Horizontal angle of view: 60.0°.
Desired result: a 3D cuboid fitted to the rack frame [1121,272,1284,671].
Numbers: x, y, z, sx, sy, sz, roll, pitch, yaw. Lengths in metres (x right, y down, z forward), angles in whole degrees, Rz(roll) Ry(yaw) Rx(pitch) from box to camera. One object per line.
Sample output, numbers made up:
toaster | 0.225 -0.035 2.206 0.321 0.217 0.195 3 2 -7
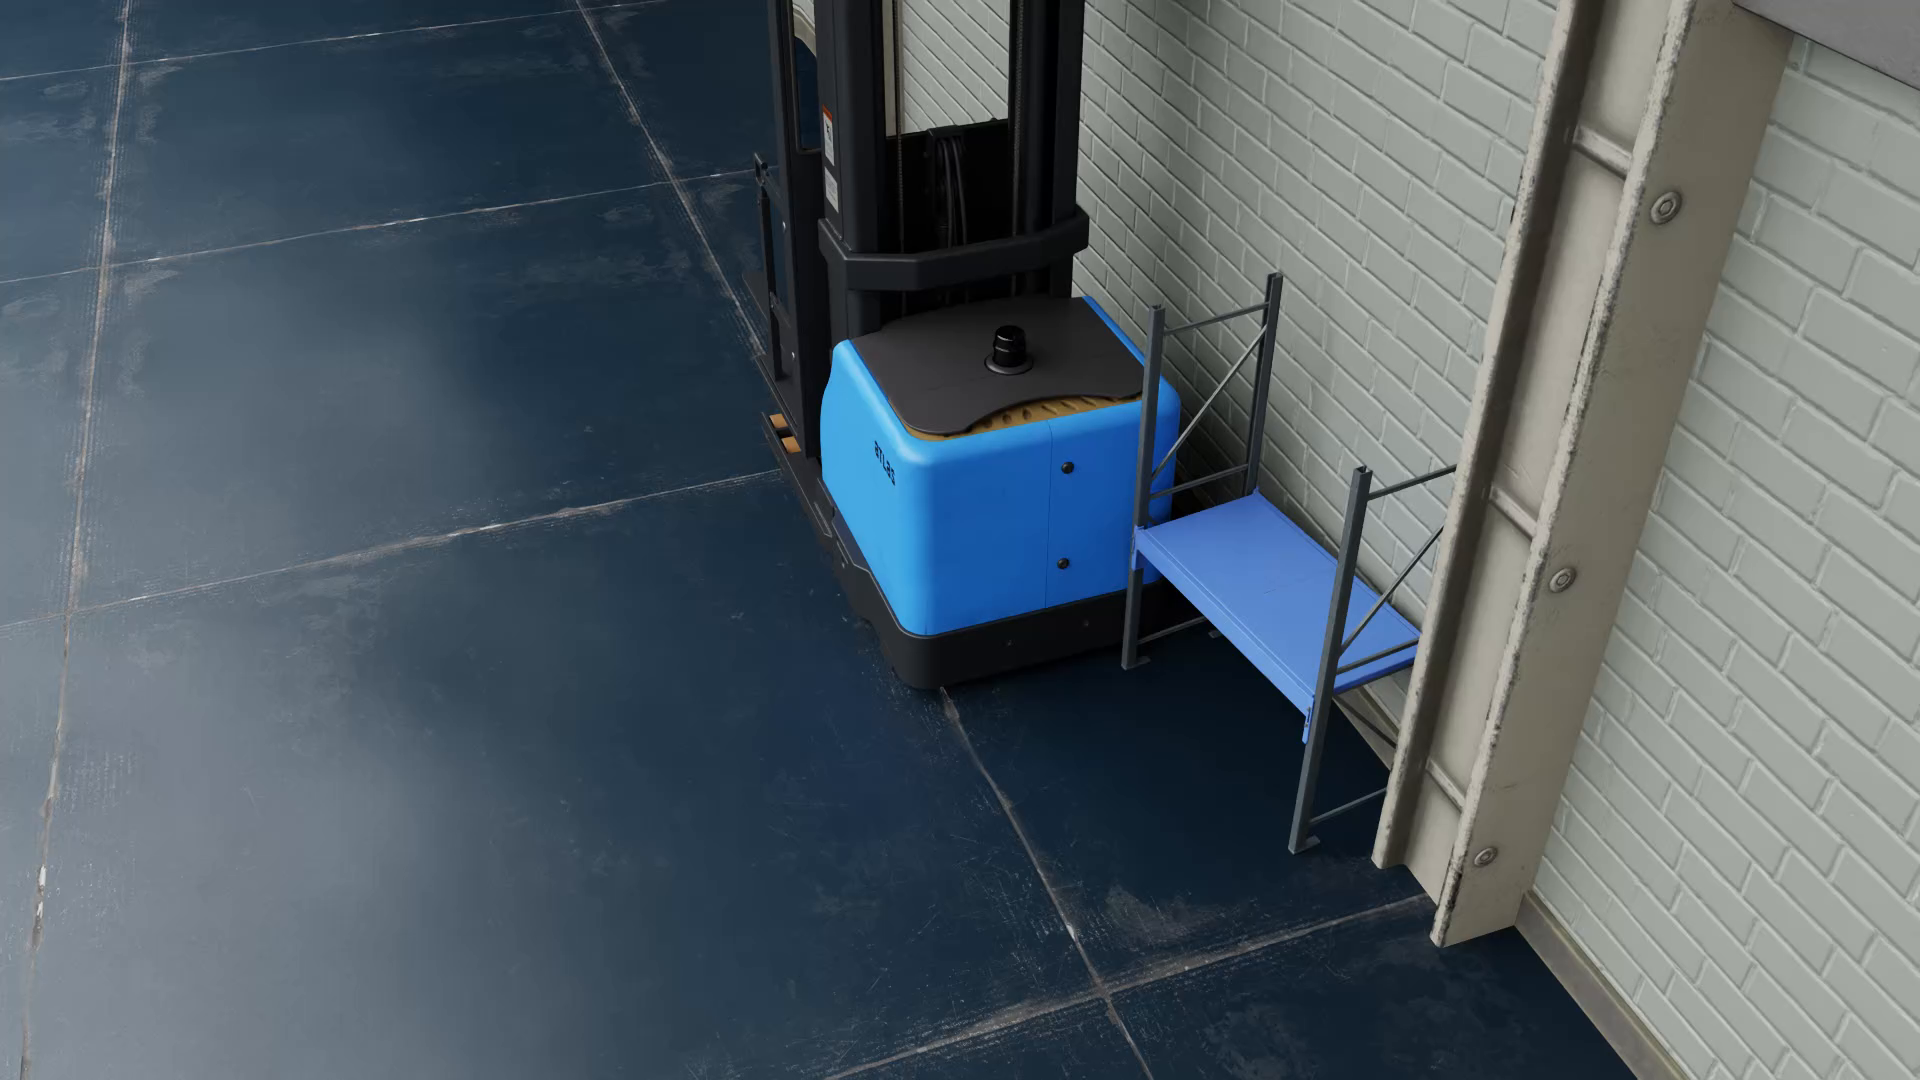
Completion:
rack frame | 0.823 -0.197 5.765 0.500 1.500 0.032 -18 40 -22

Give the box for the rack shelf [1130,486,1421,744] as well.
rack shelf | 1.059 0.218 5.514 0.538 0.185 1.000 -18 40 -22

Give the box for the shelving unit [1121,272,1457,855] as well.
shelving unit | 1.059 0.074 5.405 0.538 1.500 1.048 -18 40 -22

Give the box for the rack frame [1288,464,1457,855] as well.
rack frame | 1.296 0.345 5.046 0.500 1.500 0.032 -18 40 -22

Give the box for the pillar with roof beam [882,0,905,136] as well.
pillar with roof beam | -4.565 -4.986 5.890 9.100 9.000 0.400 -12 39 -16

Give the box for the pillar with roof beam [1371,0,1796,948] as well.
pillar with roof beam | -2.500 -1.596 1.390 9.100 9.000 0.400 -12 39 -16

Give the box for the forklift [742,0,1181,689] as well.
forklift | -0.220 -1.526 6.340 1.130 2.935 3.031 -13 39 -16
